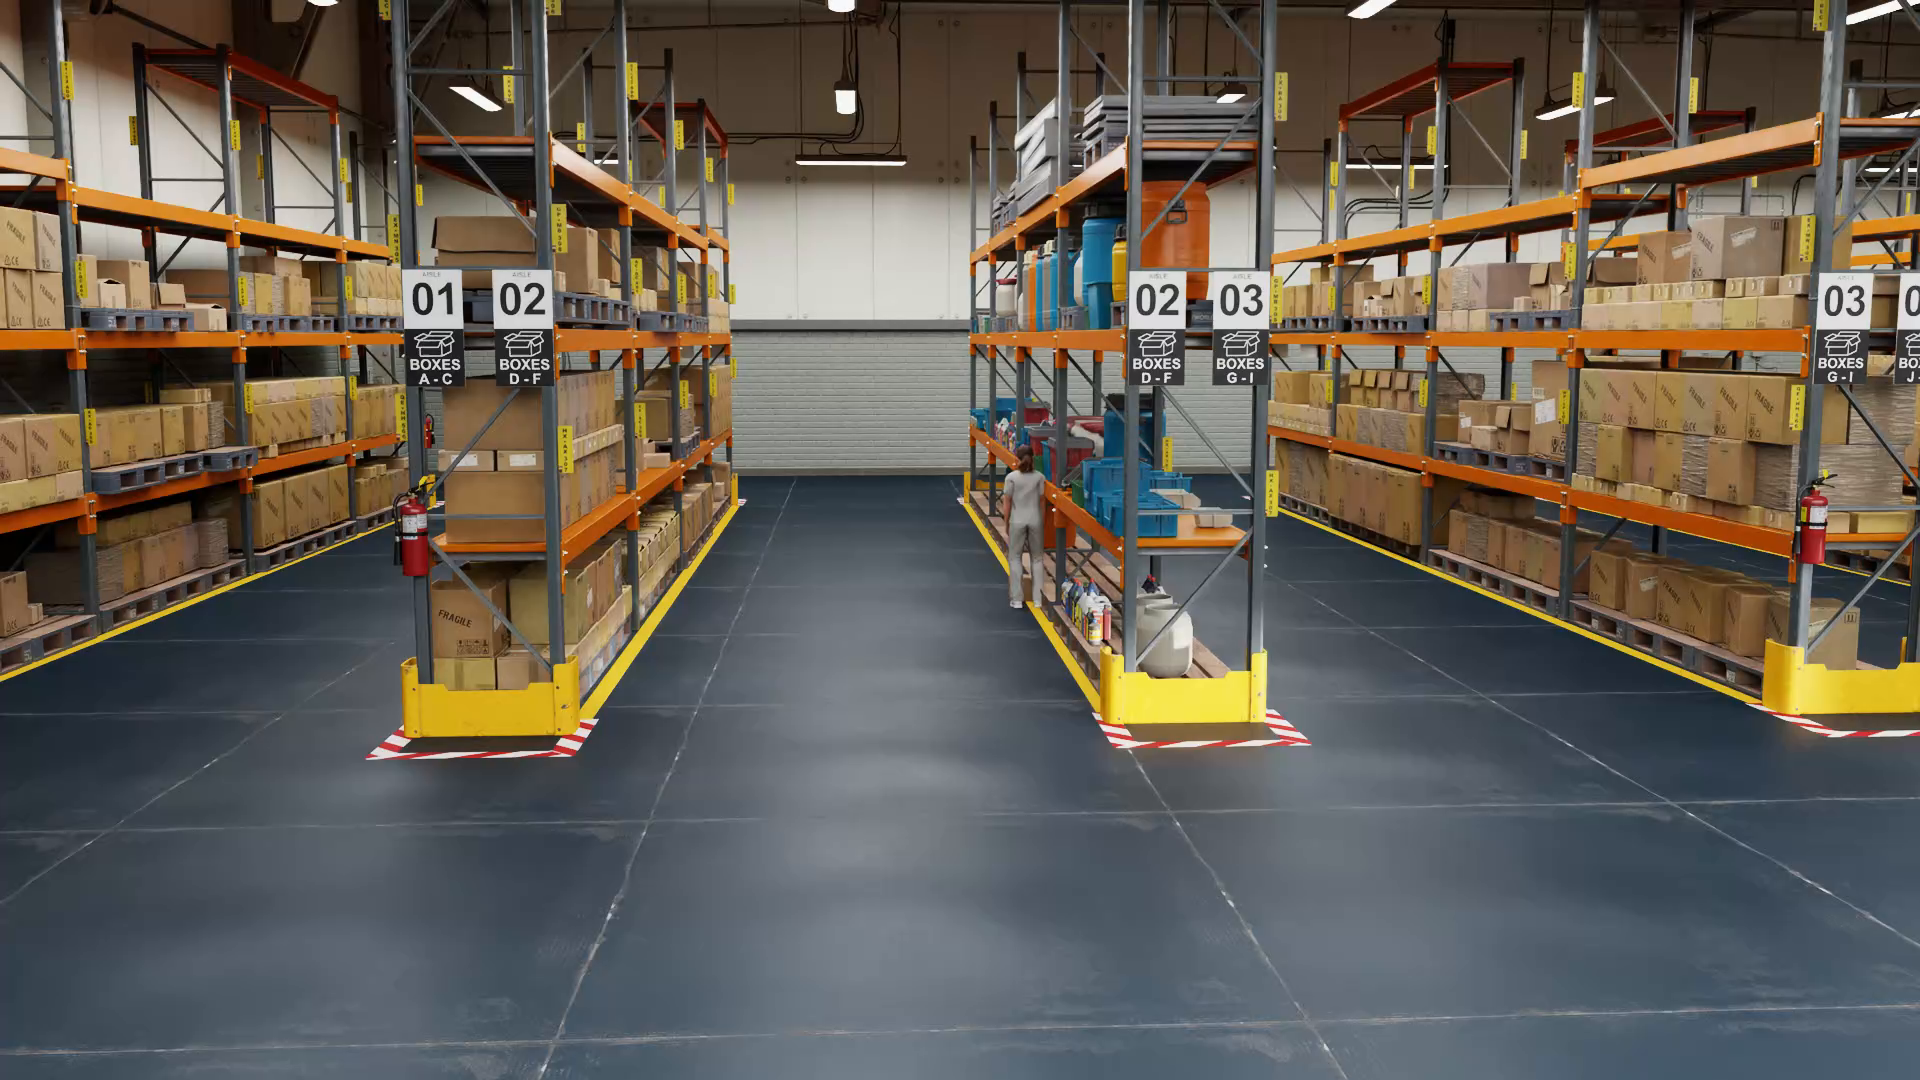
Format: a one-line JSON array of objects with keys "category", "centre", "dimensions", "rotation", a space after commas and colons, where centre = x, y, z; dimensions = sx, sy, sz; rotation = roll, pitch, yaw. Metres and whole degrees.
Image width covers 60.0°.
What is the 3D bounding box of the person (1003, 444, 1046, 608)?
[{"category": "person", "centre": [0.659, -0.130, 16.932], "dimensions": [0.444, 1.654, 0.349], "rotation": [0, 7, -3]}]
